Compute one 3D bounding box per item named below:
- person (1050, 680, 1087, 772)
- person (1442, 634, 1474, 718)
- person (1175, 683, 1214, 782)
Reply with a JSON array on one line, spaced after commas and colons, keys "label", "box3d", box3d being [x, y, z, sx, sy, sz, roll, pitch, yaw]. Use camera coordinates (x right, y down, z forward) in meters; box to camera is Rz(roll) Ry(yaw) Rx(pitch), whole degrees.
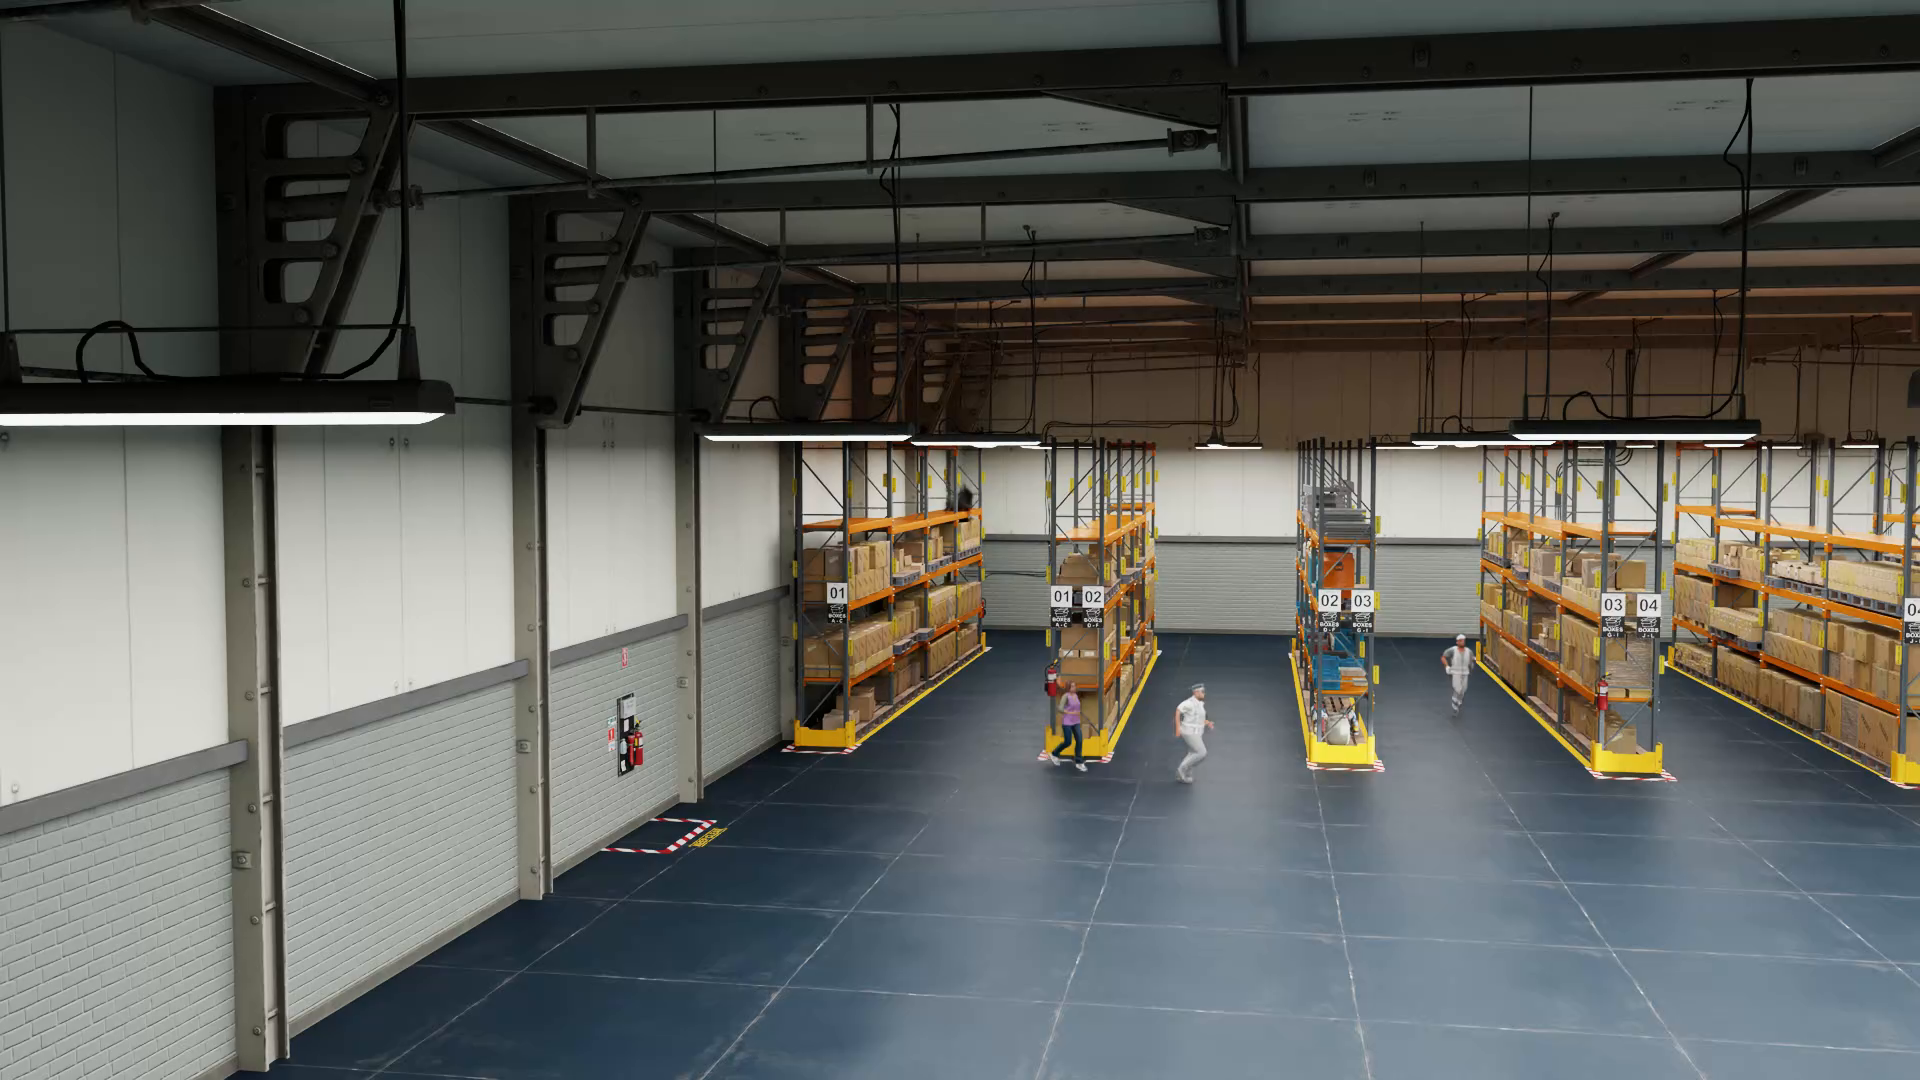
[{"label": "person", "box3d": [1.968, 3.333, 29.947, 0.547, 1.611, 0.766, -3, 4, -44]}, {"label": "person", "box3d": [10.788, 2.939, 35.871, 0.632, 1.804, 0.721, 0, 3, -6]}, {"label": "person", "box3d": [4.053, 3.335, 28.754, 0.670, 1.727, 0.671, 1, 3, 25]}]
